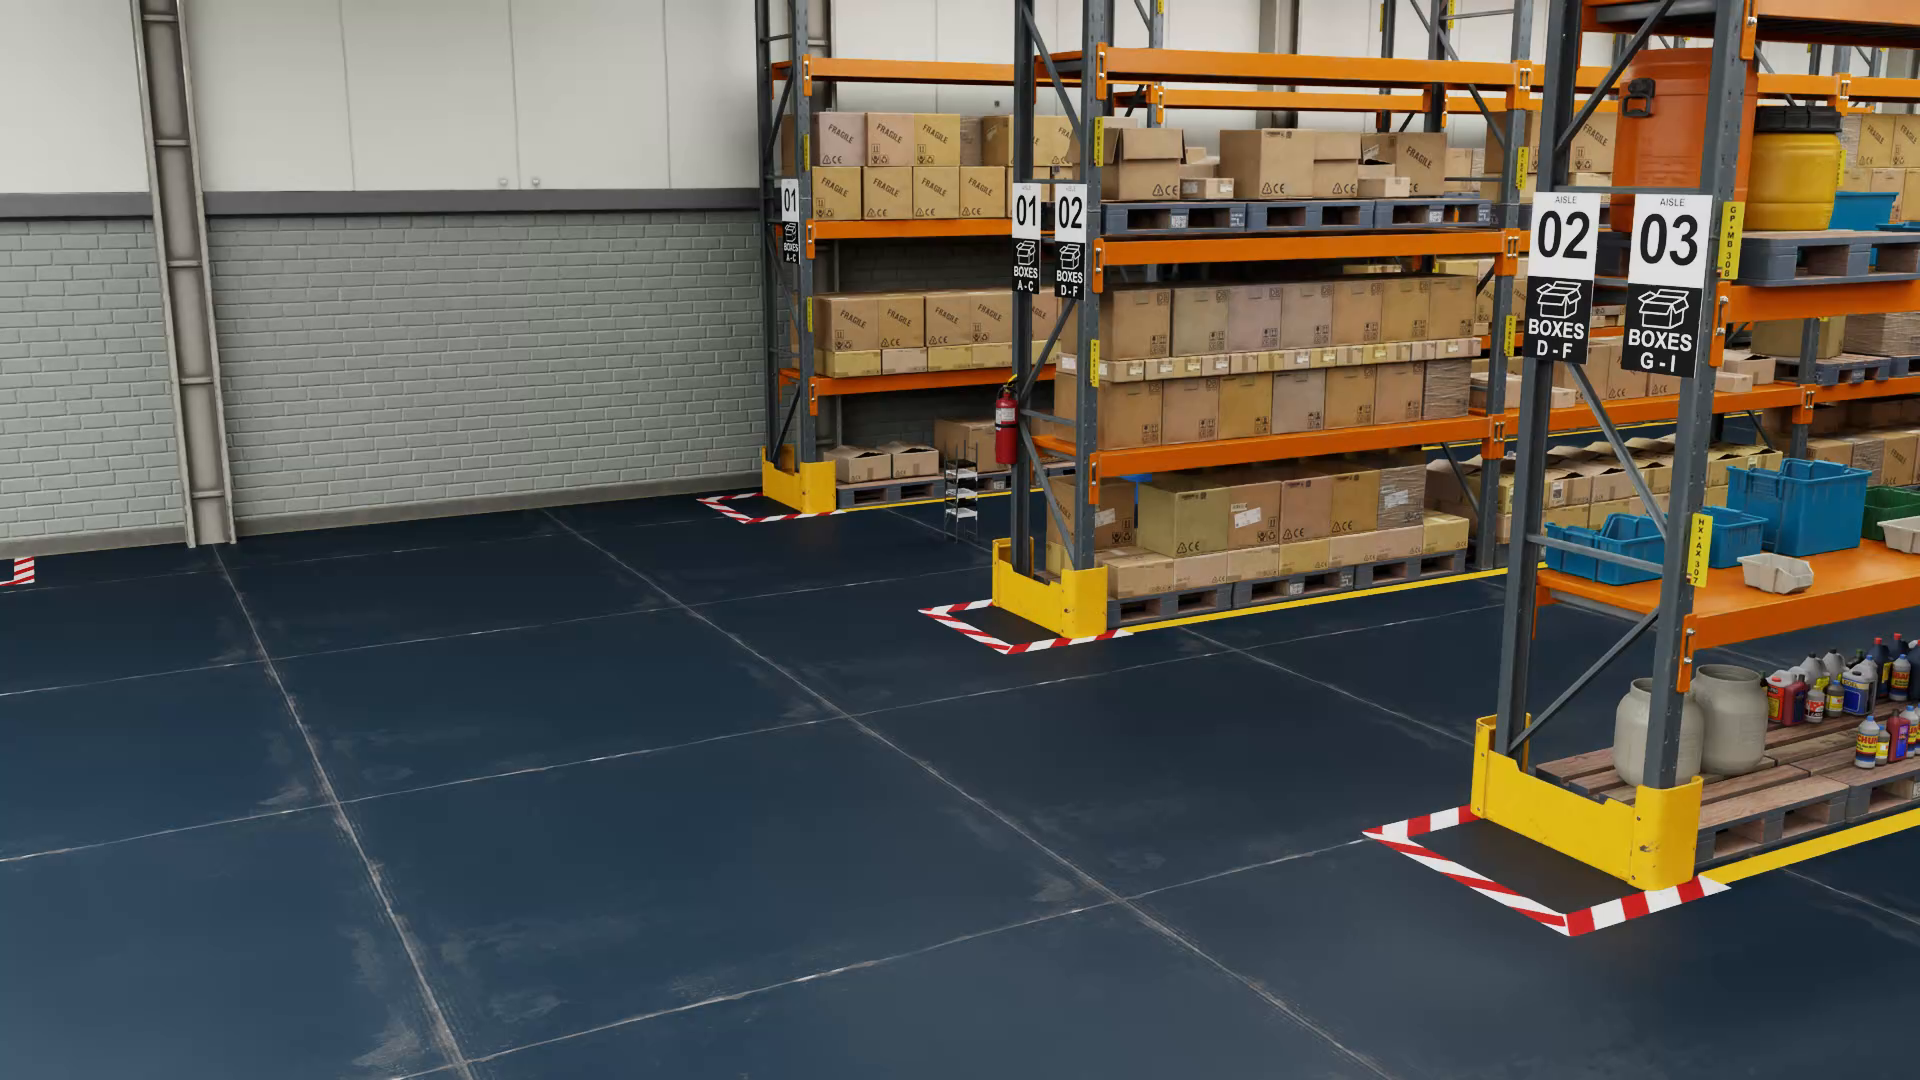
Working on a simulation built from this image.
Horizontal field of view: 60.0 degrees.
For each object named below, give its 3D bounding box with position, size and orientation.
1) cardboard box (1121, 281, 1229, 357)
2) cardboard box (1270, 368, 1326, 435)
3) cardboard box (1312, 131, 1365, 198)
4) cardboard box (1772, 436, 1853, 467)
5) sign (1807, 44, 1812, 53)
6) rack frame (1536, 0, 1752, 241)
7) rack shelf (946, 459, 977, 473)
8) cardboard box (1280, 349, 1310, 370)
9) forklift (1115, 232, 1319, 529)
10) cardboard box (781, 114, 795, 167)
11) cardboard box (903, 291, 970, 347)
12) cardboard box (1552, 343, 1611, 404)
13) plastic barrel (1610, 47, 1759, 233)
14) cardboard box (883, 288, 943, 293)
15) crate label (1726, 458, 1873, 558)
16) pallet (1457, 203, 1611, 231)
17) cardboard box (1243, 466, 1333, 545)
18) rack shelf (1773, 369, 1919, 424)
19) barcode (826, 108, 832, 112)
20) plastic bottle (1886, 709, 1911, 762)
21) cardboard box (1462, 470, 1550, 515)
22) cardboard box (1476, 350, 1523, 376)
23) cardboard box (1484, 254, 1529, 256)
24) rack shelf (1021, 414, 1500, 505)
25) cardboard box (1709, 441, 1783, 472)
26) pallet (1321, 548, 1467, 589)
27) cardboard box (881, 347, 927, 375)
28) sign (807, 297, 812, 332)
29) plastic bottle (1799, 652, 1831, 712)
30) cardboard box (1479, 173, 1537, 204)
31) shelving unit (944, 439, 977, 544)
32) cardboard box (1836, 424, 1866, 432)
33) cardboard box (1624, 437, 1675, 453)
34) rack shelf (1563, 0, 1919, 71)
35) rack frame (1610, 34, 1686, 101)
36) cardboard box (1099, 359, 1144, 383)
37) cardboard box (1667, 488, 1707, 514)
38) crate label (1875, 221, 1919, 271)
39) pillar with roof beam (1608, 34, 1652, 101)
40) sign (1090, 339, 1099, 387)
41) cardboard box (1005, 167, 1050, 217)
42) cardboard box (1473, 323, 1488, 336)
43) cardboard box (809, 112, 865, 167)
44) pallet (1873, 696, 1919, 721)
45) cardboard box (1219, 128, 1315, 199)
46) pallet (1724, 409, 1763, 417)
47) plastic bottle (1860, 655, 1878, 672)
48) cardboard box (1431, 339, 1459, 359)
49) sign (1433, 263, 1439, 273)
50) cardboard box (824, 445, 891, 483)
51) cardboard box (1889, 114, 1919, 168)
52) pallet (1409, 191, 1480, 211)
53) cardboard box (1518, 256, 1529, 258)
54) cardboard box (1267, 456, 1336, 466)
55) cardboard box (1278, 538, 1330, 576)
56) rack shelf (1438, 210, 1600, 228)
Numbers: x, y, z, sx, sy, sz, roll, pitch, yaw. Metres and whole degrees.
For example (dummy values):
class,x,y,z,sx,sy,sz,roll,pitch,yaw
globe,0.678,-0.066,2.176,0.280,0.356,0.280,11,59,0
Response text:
class,x,y,z,sx,sy,sz,roll,pitch,yaw
cardboard box,1.602,-1.671,12.520,0.500,0.500,0.700,-7,15,-29
cardboard box,2.454,-1.140,13.113,0.500,0.500,0.700,-6,14,-26
cardboard box,2.685,-2.940,12.997,0.637,0.503,0.797,-5,14,-22
cardboard box,8.239,-0.710,16.125,0.500,0.500,0.500,-6,14,-25
sign,12.087,-7.086,23.610,0.005,0.325,0.100,-7,14,-28
rack frame,3.051,-2.853,7.289,0.127,3.000,1.000,-7,14,-28
rack shelf,0.007,-0.671,14.962,0.200,0.077,0.258,-7,14,-28
cardboard box,2.478,-1.407,12.826,0.250,0.149,0.380,-7,14,-27
forklift,2.696,-1.677,15.886,3.031,2.935,1.130,-6,14,-24
cardboard box,-1.443,-3.941,16.404,0.500,0.500,0.500,-6,14,-25
cardboard box,-0.238,-2.233,16.788,0.500,0.500,0.500,-7,15,-30
cardboard box,5.336,-1.483,14.641,0.500,0.500,0.500,-6,14,-24
plastic barrel,3.416,-1.879,7.861,0.708,0.830,0.600,-7,14,-28
cardboard box,-0.486,-2.334,17.238,0.500,0.500,0.500,-7,15,-29
crate label,4.536,-0.189,9.036,0.616,0.435,0.502,-7,14,-28
pallet,4.959,-2.767,14.176,1.217,0.209,0.805,-8,15,-30
cardboard box,2.576,-0.281,13.124,0.500,0.500,0.500,-7,14,-28
rack shelf,9.458,-1.582,16.945,4.000,0.370,1.077,-7,14,-28
barcode,-1.313,-4.299,16.675,0.075,0.075,0.001,-7,14,-28
plastic bottle,4.999,1.034,8.868,0.133,0.283,0.061,-7,14,-27
cardboard box,4.673,-0.434,14.235,0.500,0.311,0.500,-7,14,-28
cardboard box,6.806,-1.976,20.996,0.750,0.750,0.750,-7,14,-28
cardboard box,6.954,-3.505,21.191,0.500,0.250,0.500,-7,15,-29
rack shelf,2.436,-0.740,13.205,4.000,0.370,1.077,-7,14,-28
cardboard box,7.361,-0.757,15.669,0.500,0.311,0.500,-6,14,-26
pallet,3.473,0.134,14.031,1.213,0.211,1.003,-7,14,-28
cardboard box,-0.667,-1.819,16.657,0.500,0.250,0.500,-7,15,-30
sign,-1.436,-2.153,15.872,0.005,0.325,0.100,-7,14,-28
plastic bottle,4.952,0.820,9.664,0.185,0.351,0.144,-6,14,-26
cardboard box,4.737,-2.960,13.982,0.500,0.250,0.500,-5,14,-22
shelving unit,0.007,-0.440,15.014,0.210,0.900,0.258,-7,14,-28
cardboard box,8.865,-0.916,17.037,0.500,0.500,0.500,-7,15,-30
cardboard box,6.645,-0.804,15.879,0.500,0.311,0.500,-7,15,-29
rack shelf,4.806,-2.517,8.347,4.000,0.370,1.077,-7,14,-28
rack frame,8.836,-6.024,21.382,0.127,3.000,1.000,-7,14,-28
cardboard box,1.128,-1.246,12.108,0.250,0.149,0.380,-7,14,-28
cardboard box,6.464,-0.376,15.255,0.500,0.250,0.500,-6,14,-27
crate label,4.852,-1.450,8.227,0.408,0.251,0.502,-7,14,-28
pillar with roof beam,11.099,-5.435,18.764,0.400,9.000,9.100,-7,14,-28
sign,0.941,-1.234,11.609,0.005,0.325,0.100,-7,14,-28
cardboard box,0.572,-3.561,16.994,0.500,0.500,0.500,-7,15,-30
cardboard box,6.225,-2.590,20.314,0.250,0.149,0.380,-6,14,-26
cardboard box,-1.242,-3.839,15.951,0.500,0.500,0.500,-8,15,-32
pallet,5.952,1.076,9.845,1.213,0.211,1.003,-7,14,-28
cardboard box,2.269,-2.788,12.332,0.500,0.500,0.500,-7,14,-28
pallet,10.614,-1.931,23.210,1.213,0.211,1.003,-7,14,-28
plastic bottle,5.377,0.817,9.858,0.097,0.271,0.097,0,13,0
cardboard box,3.837,-1.571,13.554,0.250,0.149,0.380,-7,15,-29
sign,5.594,-3.099,19.592,0.005,0.325,0.100,-7,14,-28
cardboard box,-1.046,-0.793,16.925,0.500,0.311,0.500,-9,15,-34
cardboard box,8.984,-3.874,16.156,0.500,0.500,0.500,-7,14,-28
pallet,5.865,-4.126,20.209,1.003,0.211,1.213,-6,14,-25
cardboard box,7.201,-3.409,20.767,0.500,0.250,0.500,-7,15,-29
cardboard box,2.757,-0.437,13.818,0.500,0.500,0.500,-7,14,-28
cardboard box,2.575,0.085,13.207,0.500,0.250,0.500,-7,14,-28
rack shelf,7.081,-3.999,20.855,4.000,0.370,1.077,-7,14,-28
